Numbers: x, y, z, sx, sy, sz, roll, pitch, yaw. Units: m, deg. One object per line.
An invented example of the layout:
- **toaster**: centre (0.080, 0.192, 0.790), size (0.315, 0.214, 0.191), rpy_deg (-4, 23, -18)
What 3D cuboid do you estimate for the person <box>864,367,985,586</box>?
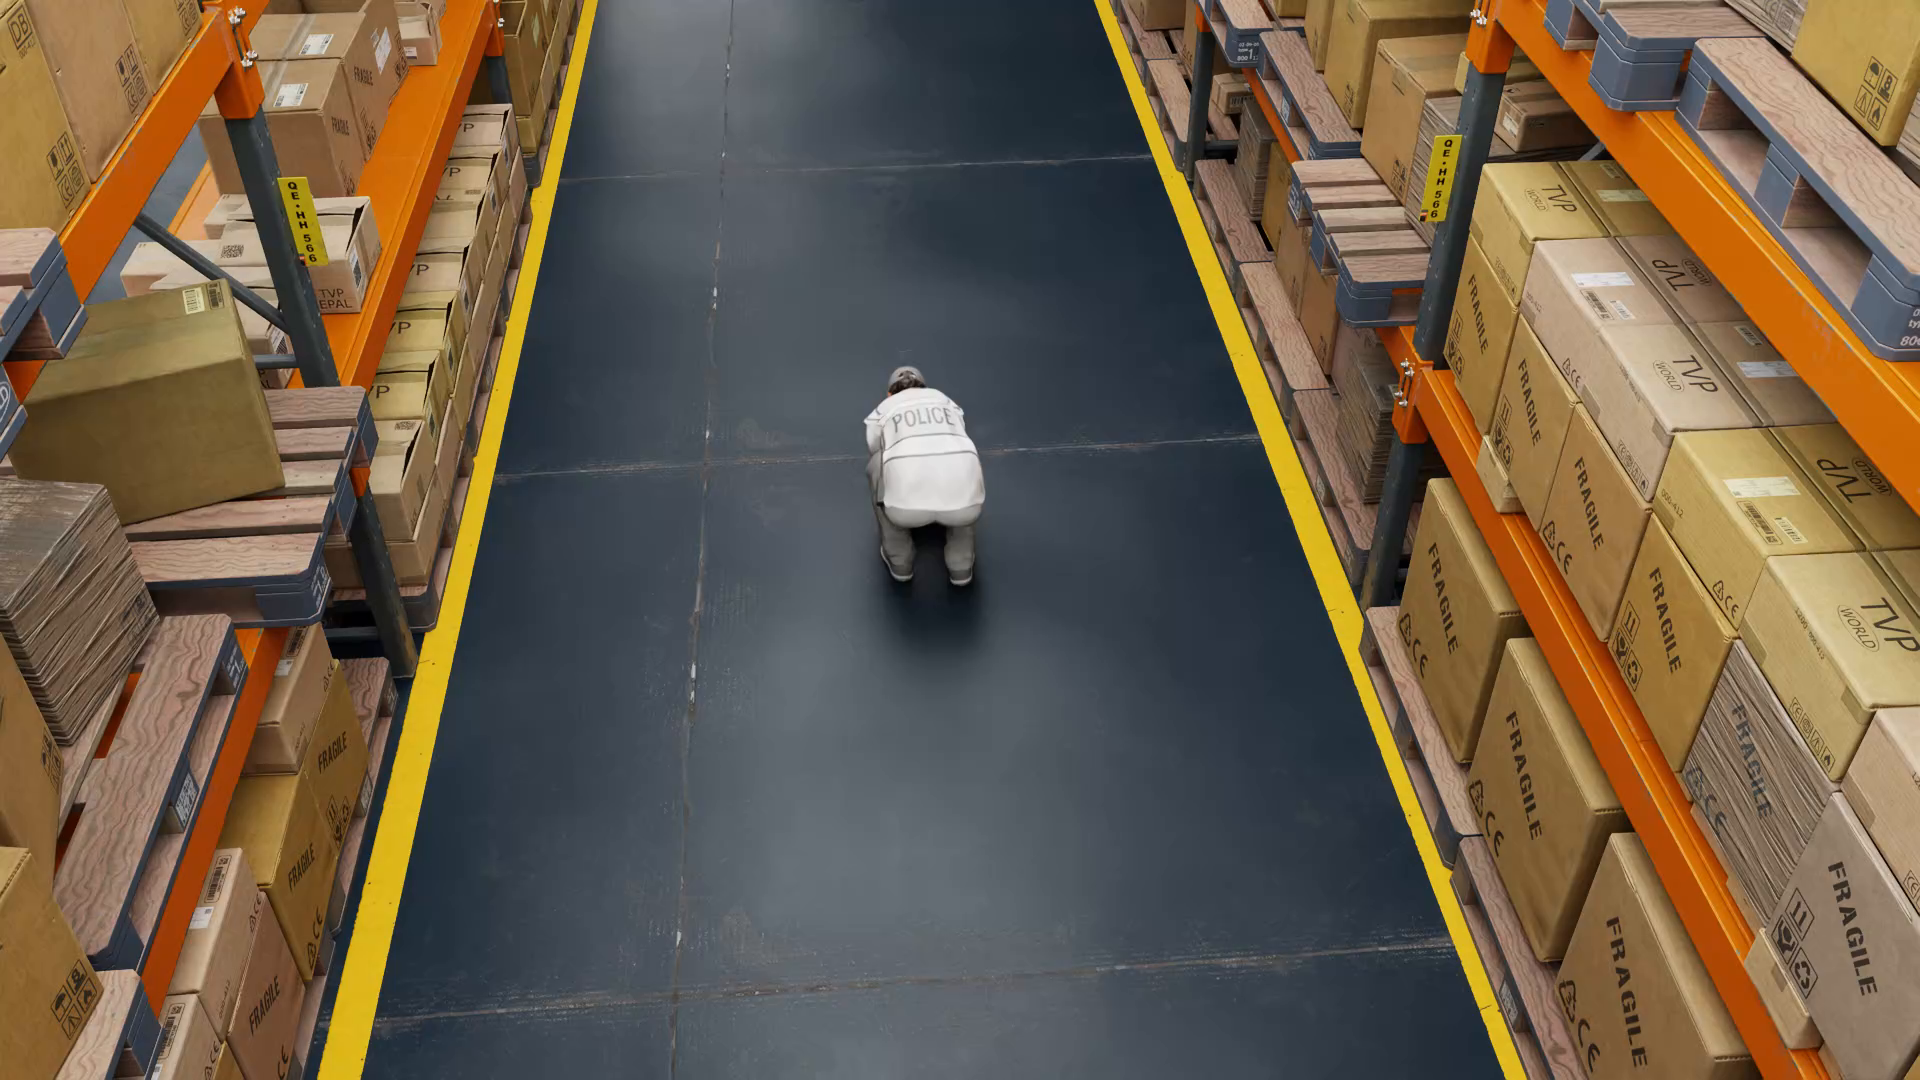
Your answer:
- **person**: centre (-0.156, -0.253, 7.190), size (0.498, 0.774, 0.938), rpy_deg (-4, 40, -5)
